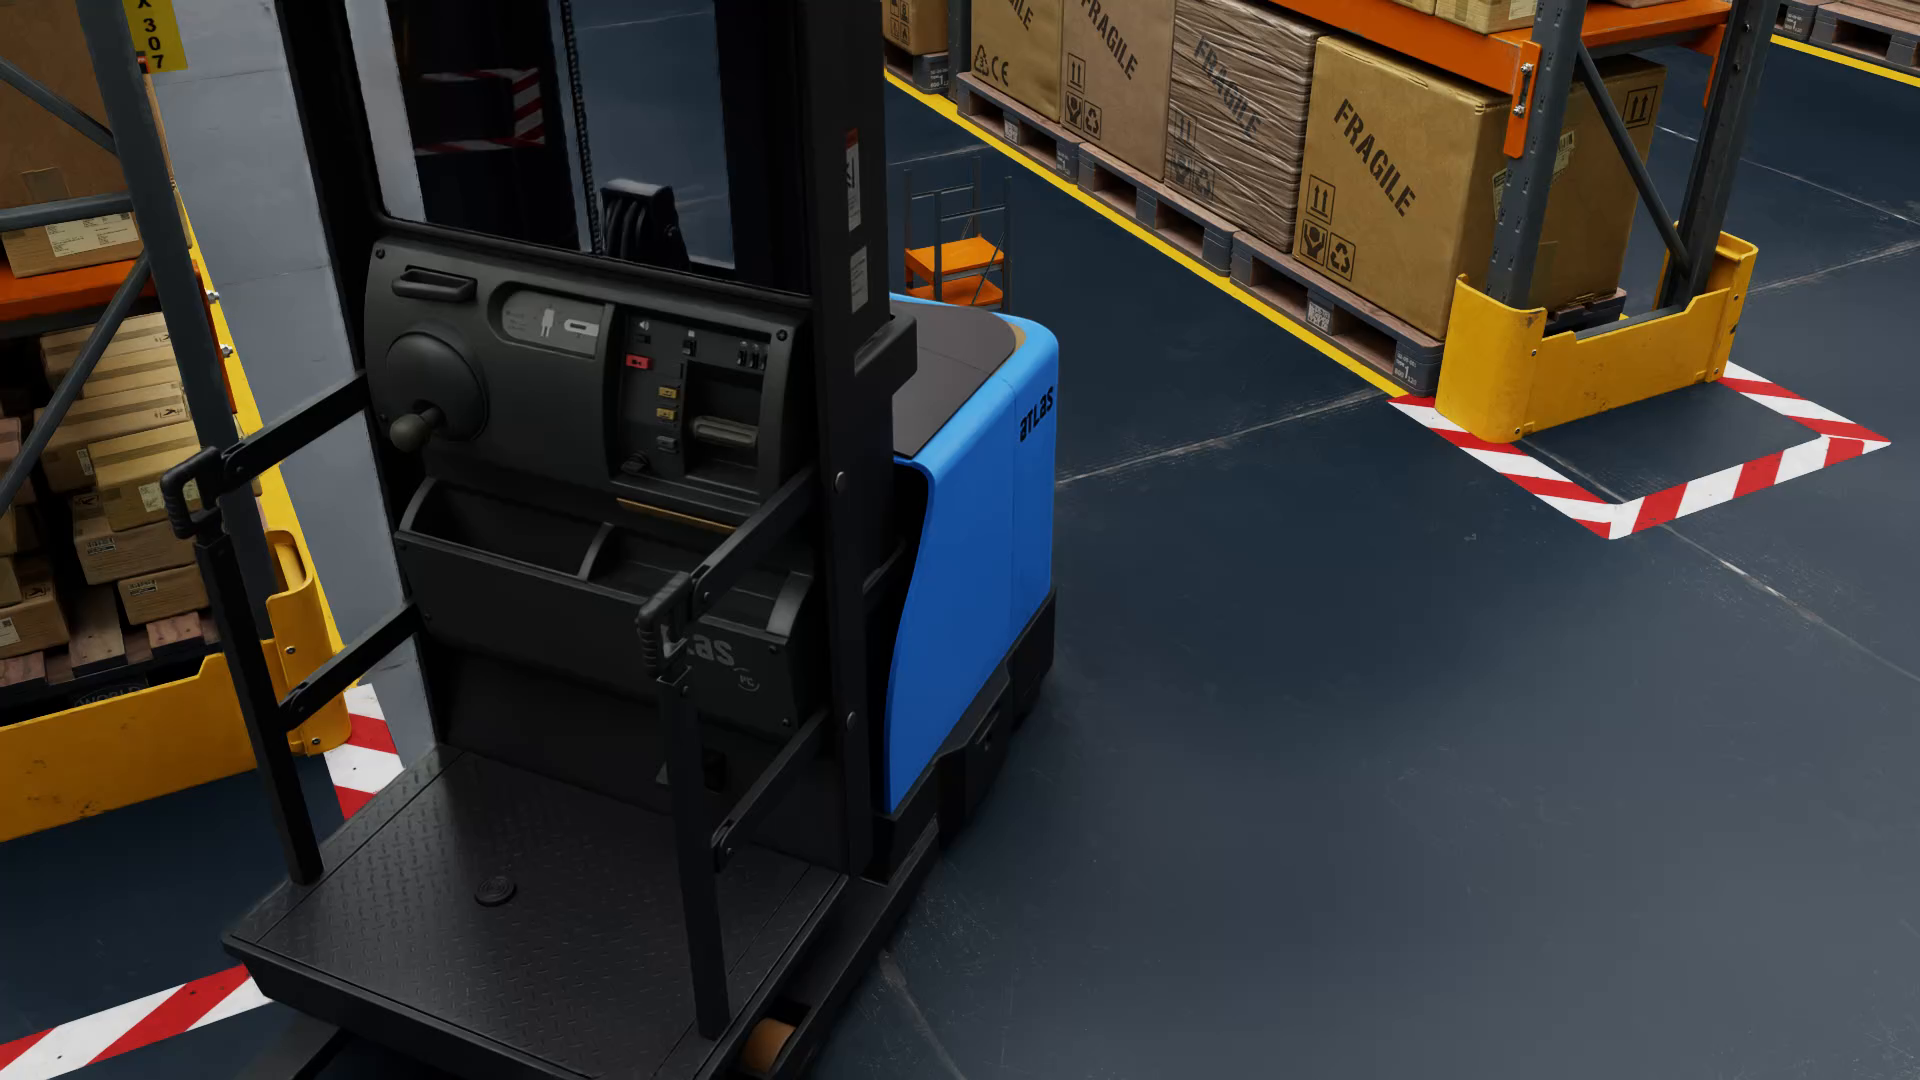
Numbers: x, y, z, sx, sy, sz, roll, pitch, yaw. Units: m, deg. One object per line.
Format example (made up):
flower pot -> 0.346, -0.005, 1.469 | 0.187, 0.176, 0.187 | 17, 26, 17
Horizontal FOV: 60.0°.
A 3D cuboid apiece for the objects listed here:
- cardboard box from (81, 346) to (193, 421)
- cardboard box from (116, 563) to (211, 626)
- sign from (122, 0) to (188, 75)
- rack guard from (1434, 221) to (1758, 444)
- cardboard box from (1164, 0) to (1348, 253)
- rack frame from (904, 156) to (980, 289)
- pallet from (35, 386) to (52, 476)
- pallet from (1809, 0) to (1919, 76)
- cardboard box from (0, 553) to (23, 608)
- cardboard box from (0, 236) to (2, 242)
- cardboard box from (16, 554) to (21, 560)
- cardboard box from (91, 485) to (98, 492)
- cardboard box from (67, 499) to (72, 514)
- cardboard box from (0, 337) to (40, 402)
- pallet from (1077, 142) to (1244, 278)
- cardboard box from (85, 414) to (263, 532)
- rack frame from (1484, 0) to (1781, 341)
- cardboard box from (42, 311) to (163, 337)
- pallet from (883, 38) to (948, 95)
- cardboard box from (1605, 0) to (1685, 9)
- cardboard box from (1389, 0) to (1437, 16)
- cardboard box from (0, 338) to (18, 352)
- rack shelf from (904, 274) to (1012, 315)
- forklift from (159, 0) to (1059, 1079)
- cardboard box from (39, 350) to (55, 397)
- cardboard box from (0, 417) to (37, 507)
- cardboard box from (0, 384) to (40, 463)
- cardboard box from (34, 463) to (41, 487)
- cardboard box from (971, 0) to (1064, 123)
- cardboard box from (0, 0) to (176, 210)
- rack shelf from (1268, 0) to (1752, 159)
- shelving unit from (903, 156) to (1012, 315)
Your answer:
cardboard box -> -2.346, -0.441, 4.859 | 0.380, 0.149, 0.250 | -16, 36, -23
cardboard box -> -2.124, 0.069, 4.616 | 0.380, 0.149, 0.250 | -15, 36, -22
sign -> -1.683, -1.125, 3.424 | 0.100, 0.325, 0.005 | -16, 36, -23
rack guard -> 2.283, -0.760, 5.972 | 1.175, 0.500, 0.348 | -16, 36, -23
cardboard box -> 1.478, -1.825, 6.899 | 0.875, 0.875, 0.875 | -16, 36, -23
rack frame -> -0.049, -0.556, 5.005 | 0.240, 1.200, 0.006 | -16, 36, -23
pallet -> -3.111, -0.465, 5.780 | 1.003, 0.211, 1.213 | -16, 36, -23
pallet -> 5.738, -2.880, 9.550 | 1.003, 0.211, 1.213 | -16, 36, -23
cardboard box -> -2.662, 0.094, 4.301 | 0.380, 0.149, 0.250 | -17, 36, -24
cardboard box -> -2.180, -0.867, 4.055 | 0.380, 0.149, 0.250 | -15, 35, -21
cardboard box -> -2.803, 0.103, 4.562 | 0.380, 0.149, 0.250 | -15, 35, -22
cardboard box -> -2.258, -0.186, 4.737 | 0.380, 0.149, 0.250 | -16, 36, -23
cardboard box -> -2.441, -0.152, 4.961 | 0.380, 0.149, 0.250 | -15, 36, -23
cardboard box -> -3.312, -0.540, 5.566 | 0.380, 0.149, 0.250 | -15, 36, -22
pallet -> 1.265, -1.593, 7.541 | 1.003, 0.211, 1.213 | -16, 36, -23
cardboard box -> -2.107, -0.187, 4.463 | 0.380, 0.149, 0.250 | -18, 37, -25
rack frame -> 2.272, -1.824, 5.316 | 1.000, 3.000, 0.127 | -16, 36, -23
cardboard box -> -2.656, -0.673, 5.222 | 0.380, 0.149, 0.250 | -14, 35, -21
pallet -> -0.020, -2.908, 9.593 | 1.003, 0.211, 1.213 | -16, 36, -23
cardboard box -> 2.398, -1.970, 5.778 | 0.380, 0.149, 0.250 | -15, 36, -23
cardboard box -> 1.692, -1.929, 5.713 | 0.380, 0.149, 0.250 | -15, 36, -23
cardboard box -> -3.198, -0.674, 5.223 | 0.380, 0.149, 0.250 | -17, 36, -25
rack shelf -> -0.007, -0.677, 4.832 | 0.258, 0.103, 0.180 | -16, 36, -23
forklift -> -0.806, -0.247, 2.919 | 1.130, 2.935, 3.031 | 14, 35, 20
cardboard box -> -2.682, -0.533, 5.278 | 0.380, 0.149, 0.250 | -18, 37, -25
cardboard box -> -2.701, -0.175, 4.444 | 0.380, 0.149, 0.250 | -15, 36, -22
cardboard box -> -2.940, -0.308, 4.928 | 0.380, 0.149, 0.250 | -16, 36, -24
cardboard box -> -2.976, -0.159, 4.971 | 0.380, 0.149, 0.250 | -15, 36, -23
cardboard box -> 0.644, -2.680, 8.232 | 0.875, 0.875, 0.875 | -16, 36, -23
cardboard box -> -2.128, -1.075, 3.780 | 0.500, 0.500, 0.500 | -14, 35, -21
rack shelf -> 1.339, -2.475, 7.000 | 1.077, 0.370, 4.000 | -16, 36, -23
shelving unit -> -0.007, -0.512, 4.937 | 0.258, 1.200, 0.189 | -16, 36, -23
